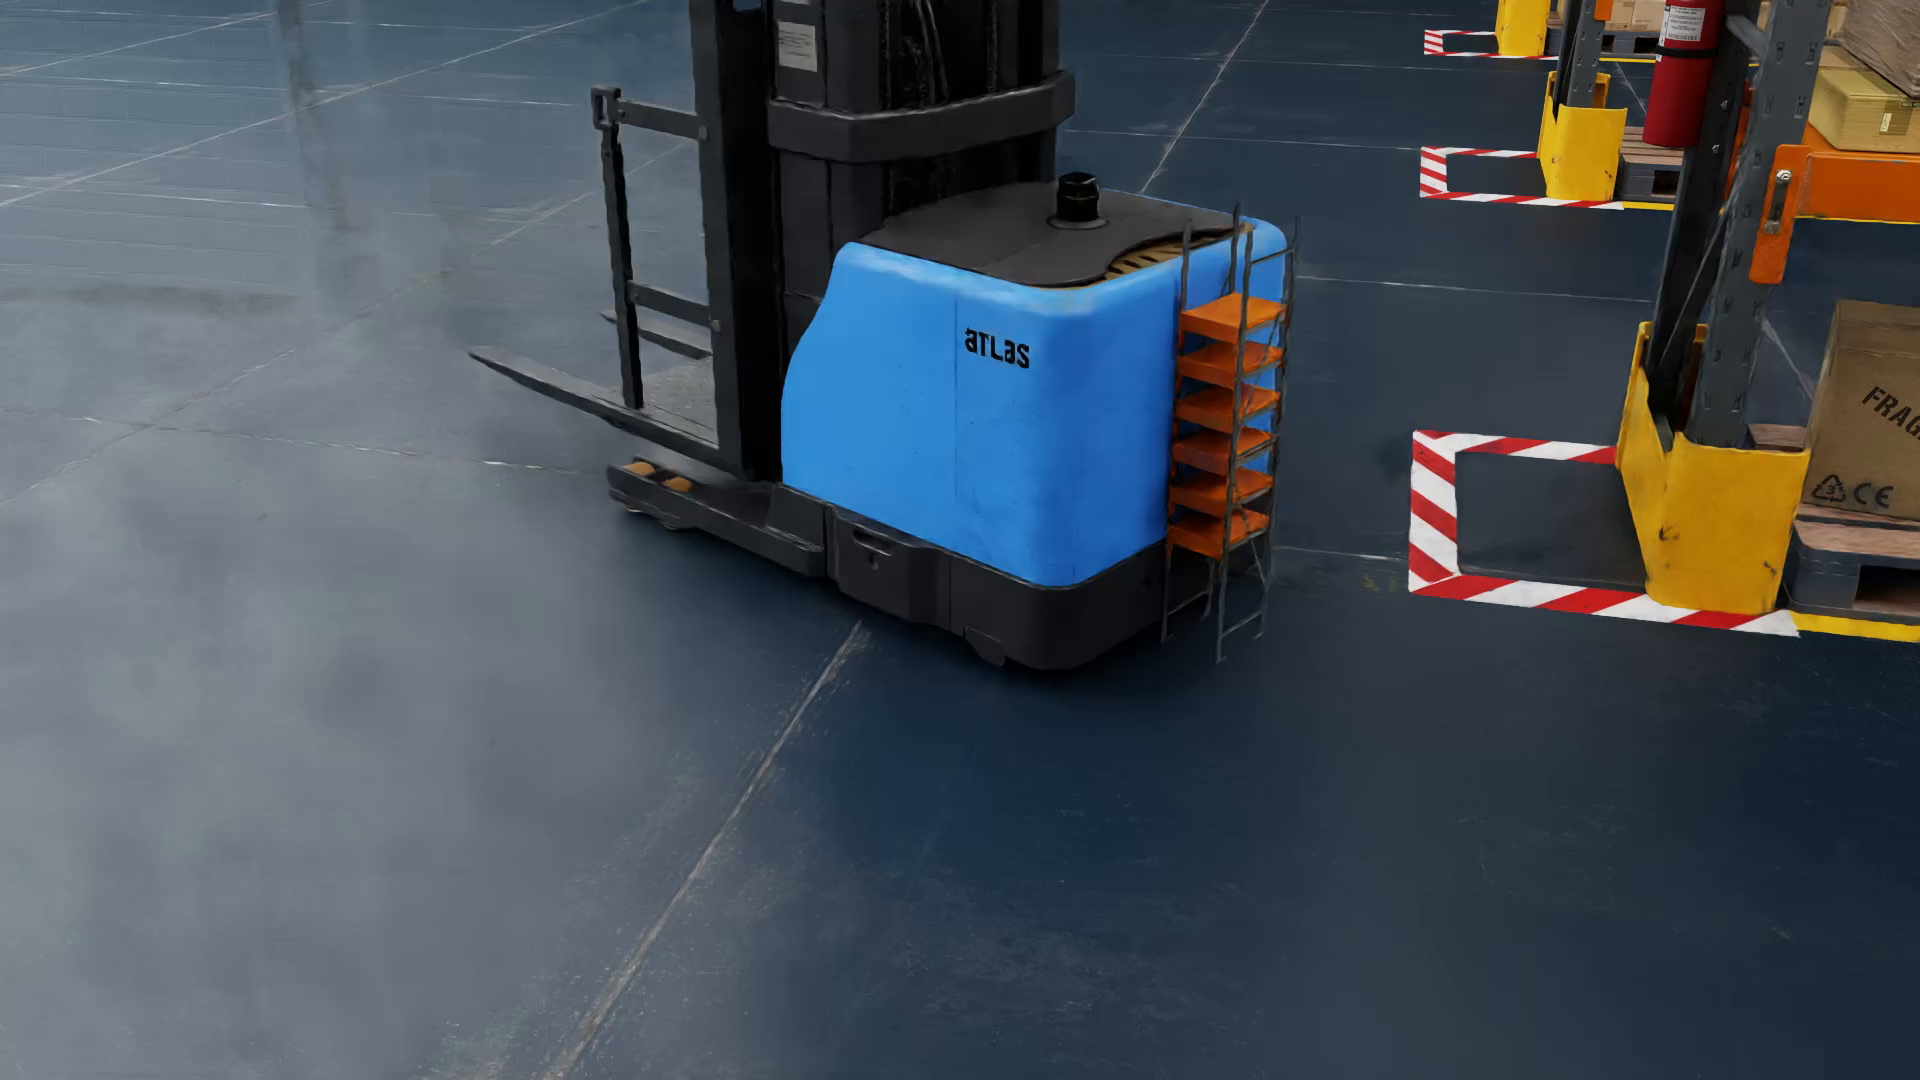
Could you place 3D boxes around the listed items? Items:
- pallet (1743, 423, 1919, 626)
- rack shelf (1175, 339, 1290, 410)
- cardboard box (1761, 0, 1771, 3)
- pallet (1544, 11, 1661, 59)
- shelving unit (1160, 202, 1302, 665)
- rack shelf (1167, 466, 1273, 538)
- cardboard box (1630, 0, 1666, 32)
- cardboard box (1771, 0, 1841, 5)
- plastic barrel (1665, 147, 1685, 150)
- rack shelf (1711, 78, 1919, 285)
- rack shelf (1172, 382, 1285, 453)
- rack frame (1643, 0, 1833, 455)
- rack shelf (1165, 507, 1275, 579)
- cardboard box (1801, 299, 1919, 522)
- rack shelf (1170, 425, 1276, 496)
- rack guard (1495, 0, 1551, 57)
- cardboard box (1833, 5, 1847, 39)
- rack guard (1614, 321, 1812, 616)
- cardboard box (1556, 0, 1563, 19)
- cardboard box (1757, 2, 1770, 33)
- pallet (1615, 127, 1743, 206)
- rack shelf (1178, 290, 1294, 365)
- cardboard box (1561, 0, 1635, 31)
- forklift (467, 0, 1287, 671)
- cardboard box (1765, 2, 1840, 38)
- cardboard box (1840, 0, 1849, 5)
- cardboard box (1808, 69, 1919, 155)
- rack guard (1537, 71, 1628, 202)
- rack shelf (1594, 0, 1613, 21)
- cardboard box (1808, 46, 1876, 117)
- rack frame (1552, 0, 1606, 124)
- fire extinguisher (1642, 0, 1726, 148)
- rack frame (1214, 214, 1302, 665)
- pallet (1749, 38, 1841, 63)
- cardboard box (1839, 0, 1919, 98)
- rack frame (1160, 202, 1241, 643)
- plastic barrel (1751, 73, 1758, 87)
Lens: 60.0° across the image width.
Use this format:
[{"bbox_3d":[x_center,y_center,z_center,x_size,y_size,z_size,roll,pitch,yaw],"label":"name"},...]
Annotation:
[{"bbox_3d":[3.106,-0.030,5.068,1.213,0.211,1.003,6,26,13],"label":"pallet"},{"bbox_3d":[0.709,-0.442,4.327,0.180,0.103,0.258,21,33,38],"label":"rack shelf"},{"bbox_3d":[6.161,-4.559,13.174,0.500,0.500,0.500,6,26,13],"label":"cardboard box"},{"bbox_3d":[5.476,-4.200,13.825,1.213,0.211,1.003,6,26,13],"label":"pallet"},{"bbox_3d":[0.709,-0.265,4.411,0.189,1.200,0.258,21,33,38],"label":"shelving unit"},{"bbox_3d":[0.709,-0.117,4.482,0.180,0.103,0.258,21,33,38],"label":"rack shelf"},{"bbox_3d":[5.674,-4.269,13.438,0.500,0.250,0.500,6,26,13],"label":"cardboard box"},{"bbox_3d":[6.641,-4.498,13.046,0.500,0.500,0.500,6,26,13],"label":"cardboard box"},{"bbox_3d":[4.144,-2.489,9.394,0.421,0.512,0.421,0,25,0],"label":"plastic barrel"},{"bbox_3d":[4.191,-0.860,4.404,4.000,0.370,1.077,6,26,13],"label":"rack shelf"},{"bbox_3d":[0.709,-0.333,4.379,0.180,0.103,0.258,21,33,38],"label":"rack shelf"},{"bbox_3d":[2.254,-1.399,4.699,0.127,3.000,1.000,6,26,13],"label":"rack frame"},{"bbox_3d":[0.709,-0.008,4.533,0.180,0.103,0.258,21,33,38],"label":"rack shelf"},{"bbox_3d":[2.855,-0.386,4.991,0.500,0.500,0.500,11,28,23],"label":"cardboard box"},{"bbox_3d":[0.709,-0.225,4.430,0.180,0.103,0.258,21,33,38],"label":"rack shelf"},{"bbox_3d":[4.702,-4.397,13.904,0.348,0.500,1.175,6,26,13],"label":"rack guard"},{"bbox_3d":[7.126,-4.107,13.096,0.500,0.250,0.500,6,26,13],"label":"cardboard box"},{"bbox_3d":[2.328,-0.262,5.220,0.348,0.500,1.175,6,26,13],"label":"rack guard"},{"bbox_3d":[5.318,-4.537,14.000,0.500,0.250,0.500,6,26,13],"label":"cardboard box"},{"bbox_3d":[6.158,-4.215,13.325,0.500,0.250,0.500,6,26,13],"label":"cardboard box"},{"bbox_3d":[4.358,-2.124,9.467,1.213,0.211,1.003,6,26,13],"label":"pallet"},{"bbox_3d":[0.709,-0.550,4.275,0.180,0.103,0.258,21,33,38],"label":"rack shelf"},{"bbox_3d":[5.189,-4.321,13.547,0.500,0.250,0.500,6,26,13],"label":"cardboard box"},{"bbox_3d":[-0.508,-1.502,4.995,3.031,2.935,1.130,21,33,38],"label":"forklift"},{"bbox_3d":[6.641,-4.160,13.208,0.500,0.250,0.500,6,26,13],"label":"cardboard box"},{"bbox_3d":[7.129,-4.450,12.946,0.500,0.500,0.500,6,26,13],"label":"cardboard box"},{"bbox_3d":[2.471,-1.156,4.481,0.250,0.149,0.380,6,26,13],"label":"cardboard box"},{"bbox_3d":[3.573,-2.344,9.592,0.348,0.500,1.175,6,26,13],"label":"rack guard"},{"bbox_3d":[5.425,-2.922,8.735,4.000,0.370,1.077,6,26,13],"label":"rack shelf"},{"bbox_3d":[2.581,-1.341,4.870,0.250,0.149,0.380,6,26,13],"label":"cardboard box"},{"bbox_3d":[3.488,-3.461,9.031,0.127,3.000,1.000,6,26,13],"label":"rack frame"},{"bbox_3d":[2.258,-1.568,5.145,0.183,0.674,0.296,6,26,13],"label":"fire extinguisher"},{"bbox_3d":[0.776,-0.239,4.355,0.006,1.200,0.240,21,33,38],"label":"rack frame"},{"bbox_3d":[6.654,-4.068,13.549,1.213,0.211,1.003,6,26,13],"label":"pallet"},{"bbox_3d":[2.780,-1.508,4.466,0.500,0.500,0.875,6,26,13],"label":"cardboard box"},{"bbox_3d":[0.641,-0.292,4.467,0.006,1.200,0.240,21,33,38],"label":"rack frame"},{"bbox_3d":[4.630,-2.435,9.281,0.421,0.512,0.421,0,25,0],"label":"plastic barrel"}]
